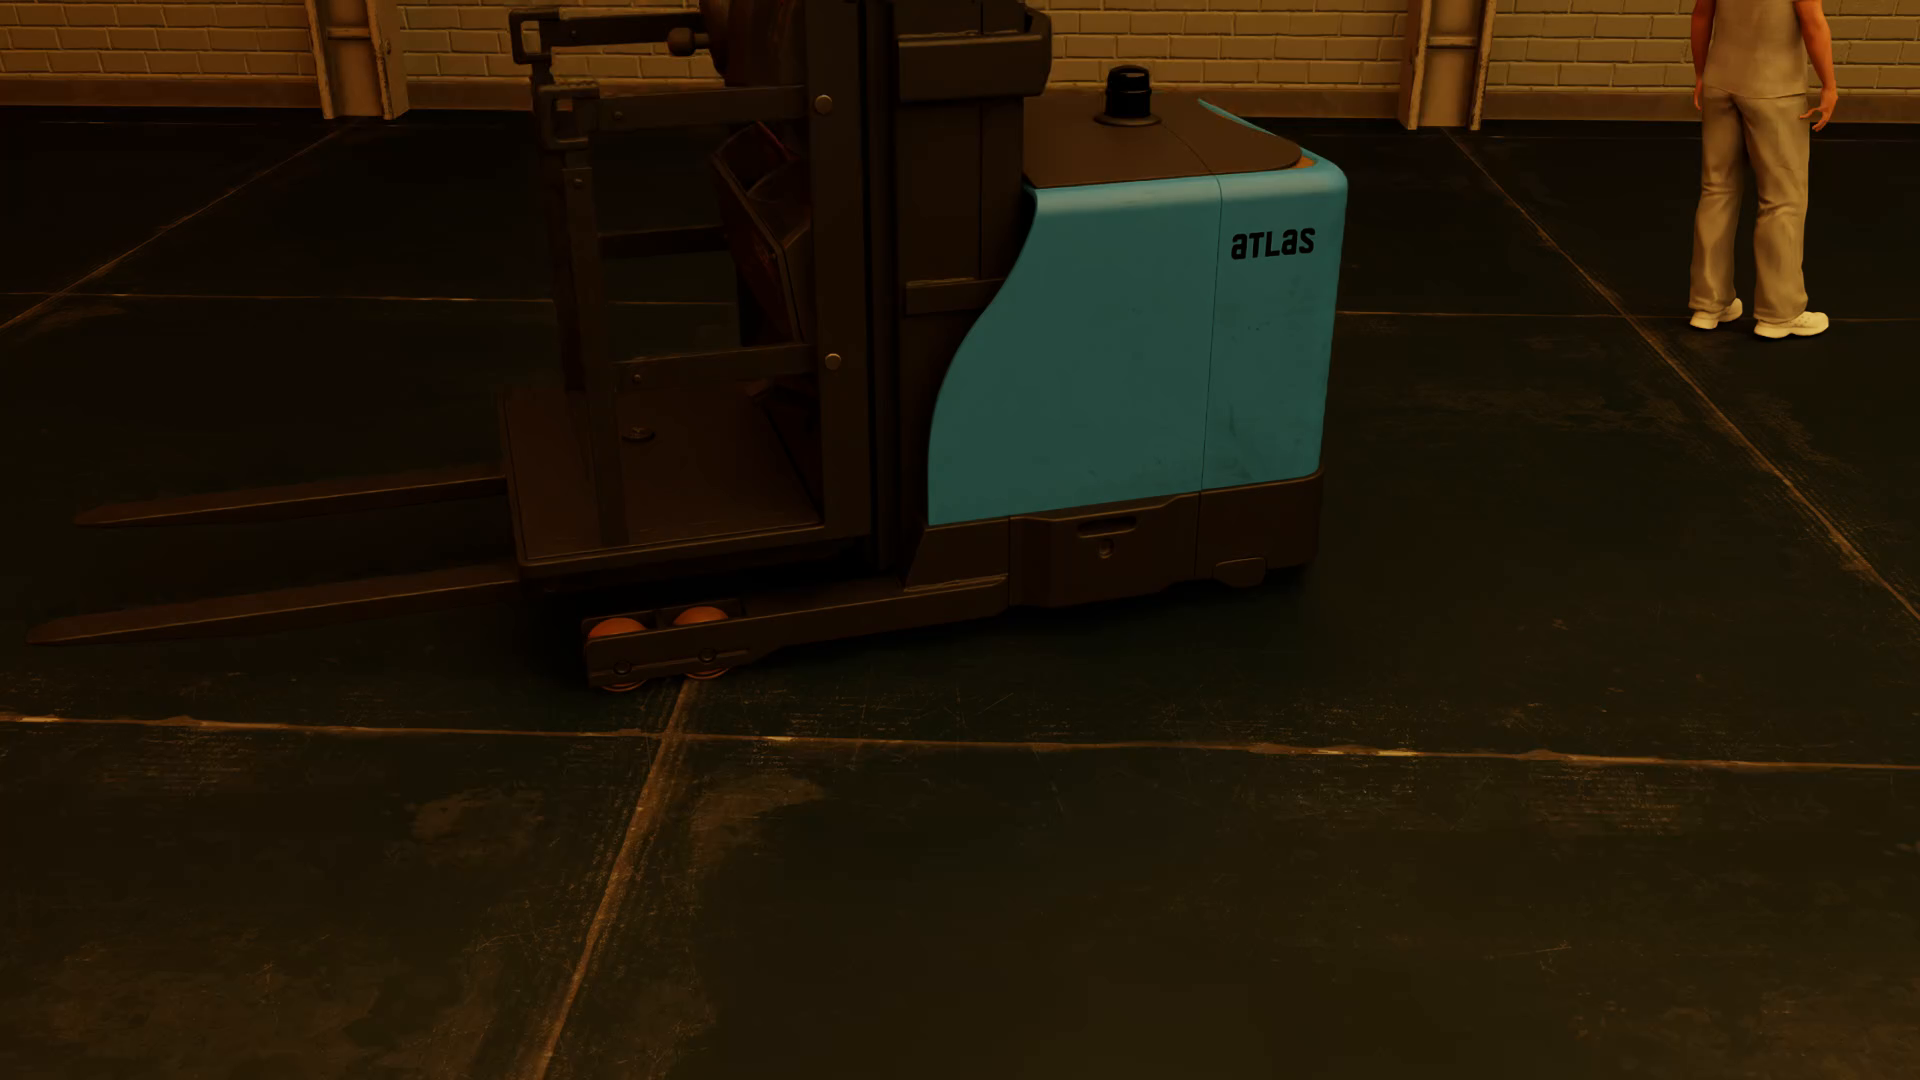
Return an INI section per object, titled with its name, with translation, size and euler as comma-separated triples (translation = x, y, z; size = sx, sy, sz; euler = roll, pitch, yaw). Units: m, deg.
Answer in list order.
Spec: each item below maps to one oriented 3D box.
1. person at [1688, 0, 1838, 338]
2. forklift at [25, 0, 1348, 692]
[person]
translation = 2.795, -1.548, 5.751
size = 0.549, 1.674, 0.549
euler = -15, 30, -28
[forklift]
translation = -0.654, -1.227, 3.696
size = 3.031, 2.935, 1.130
euler = -8, 27, -15
